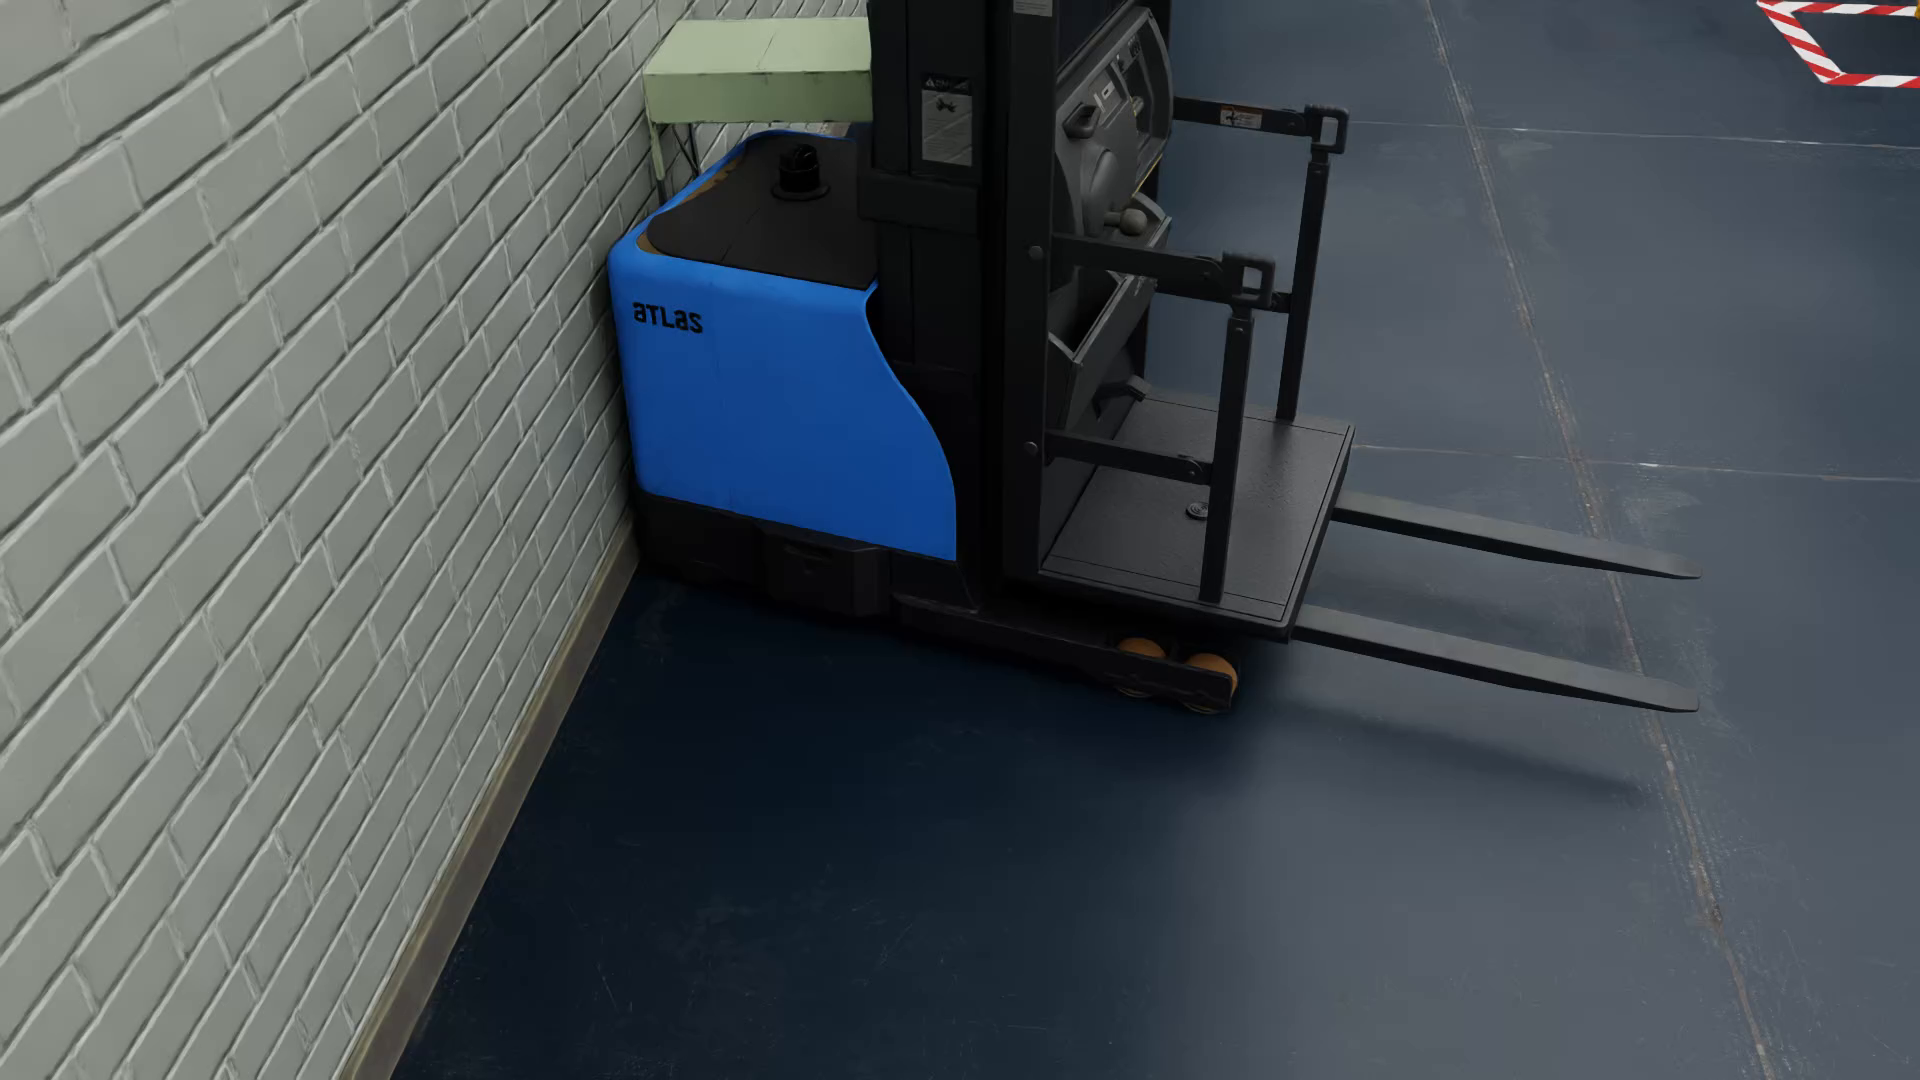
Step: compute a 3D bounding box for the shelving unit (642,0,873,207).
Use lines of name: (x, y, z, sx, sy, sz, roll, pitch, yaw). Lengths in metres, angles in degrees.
shelving unit: (-0.535, -1.068, 5.362, 0.755, 1.500, 0.431, 2, 39, 9)

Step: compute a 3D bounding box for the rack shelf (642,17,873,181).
rack shelf: (-0.563, -1.371, 5.117, 0.720, 0.370, 0.431, 2, 39, 9)

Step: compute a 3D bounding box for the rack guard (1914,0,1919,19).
rack guard: (5.503, -2.855, 8.820, 0.348, 0.500, 1.175, 4, 36, 6)

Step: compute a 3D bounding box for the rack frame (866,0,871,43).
rack frame: (-0.173, -1.057, 5.307, 0.023, 1.500, 0.400, 2, 39, 9)

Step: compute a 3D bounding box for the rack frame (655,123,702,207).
rack frame: (-0.897, -1.079, 5.416, 0.023, 1.500, 0.400, 2, 39, 9)

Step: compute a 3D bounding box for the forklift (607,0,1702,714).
forklift: (0.589, -1.065, 4.219, 3.031, 2.935, 1.130, 12, 37, 17)
